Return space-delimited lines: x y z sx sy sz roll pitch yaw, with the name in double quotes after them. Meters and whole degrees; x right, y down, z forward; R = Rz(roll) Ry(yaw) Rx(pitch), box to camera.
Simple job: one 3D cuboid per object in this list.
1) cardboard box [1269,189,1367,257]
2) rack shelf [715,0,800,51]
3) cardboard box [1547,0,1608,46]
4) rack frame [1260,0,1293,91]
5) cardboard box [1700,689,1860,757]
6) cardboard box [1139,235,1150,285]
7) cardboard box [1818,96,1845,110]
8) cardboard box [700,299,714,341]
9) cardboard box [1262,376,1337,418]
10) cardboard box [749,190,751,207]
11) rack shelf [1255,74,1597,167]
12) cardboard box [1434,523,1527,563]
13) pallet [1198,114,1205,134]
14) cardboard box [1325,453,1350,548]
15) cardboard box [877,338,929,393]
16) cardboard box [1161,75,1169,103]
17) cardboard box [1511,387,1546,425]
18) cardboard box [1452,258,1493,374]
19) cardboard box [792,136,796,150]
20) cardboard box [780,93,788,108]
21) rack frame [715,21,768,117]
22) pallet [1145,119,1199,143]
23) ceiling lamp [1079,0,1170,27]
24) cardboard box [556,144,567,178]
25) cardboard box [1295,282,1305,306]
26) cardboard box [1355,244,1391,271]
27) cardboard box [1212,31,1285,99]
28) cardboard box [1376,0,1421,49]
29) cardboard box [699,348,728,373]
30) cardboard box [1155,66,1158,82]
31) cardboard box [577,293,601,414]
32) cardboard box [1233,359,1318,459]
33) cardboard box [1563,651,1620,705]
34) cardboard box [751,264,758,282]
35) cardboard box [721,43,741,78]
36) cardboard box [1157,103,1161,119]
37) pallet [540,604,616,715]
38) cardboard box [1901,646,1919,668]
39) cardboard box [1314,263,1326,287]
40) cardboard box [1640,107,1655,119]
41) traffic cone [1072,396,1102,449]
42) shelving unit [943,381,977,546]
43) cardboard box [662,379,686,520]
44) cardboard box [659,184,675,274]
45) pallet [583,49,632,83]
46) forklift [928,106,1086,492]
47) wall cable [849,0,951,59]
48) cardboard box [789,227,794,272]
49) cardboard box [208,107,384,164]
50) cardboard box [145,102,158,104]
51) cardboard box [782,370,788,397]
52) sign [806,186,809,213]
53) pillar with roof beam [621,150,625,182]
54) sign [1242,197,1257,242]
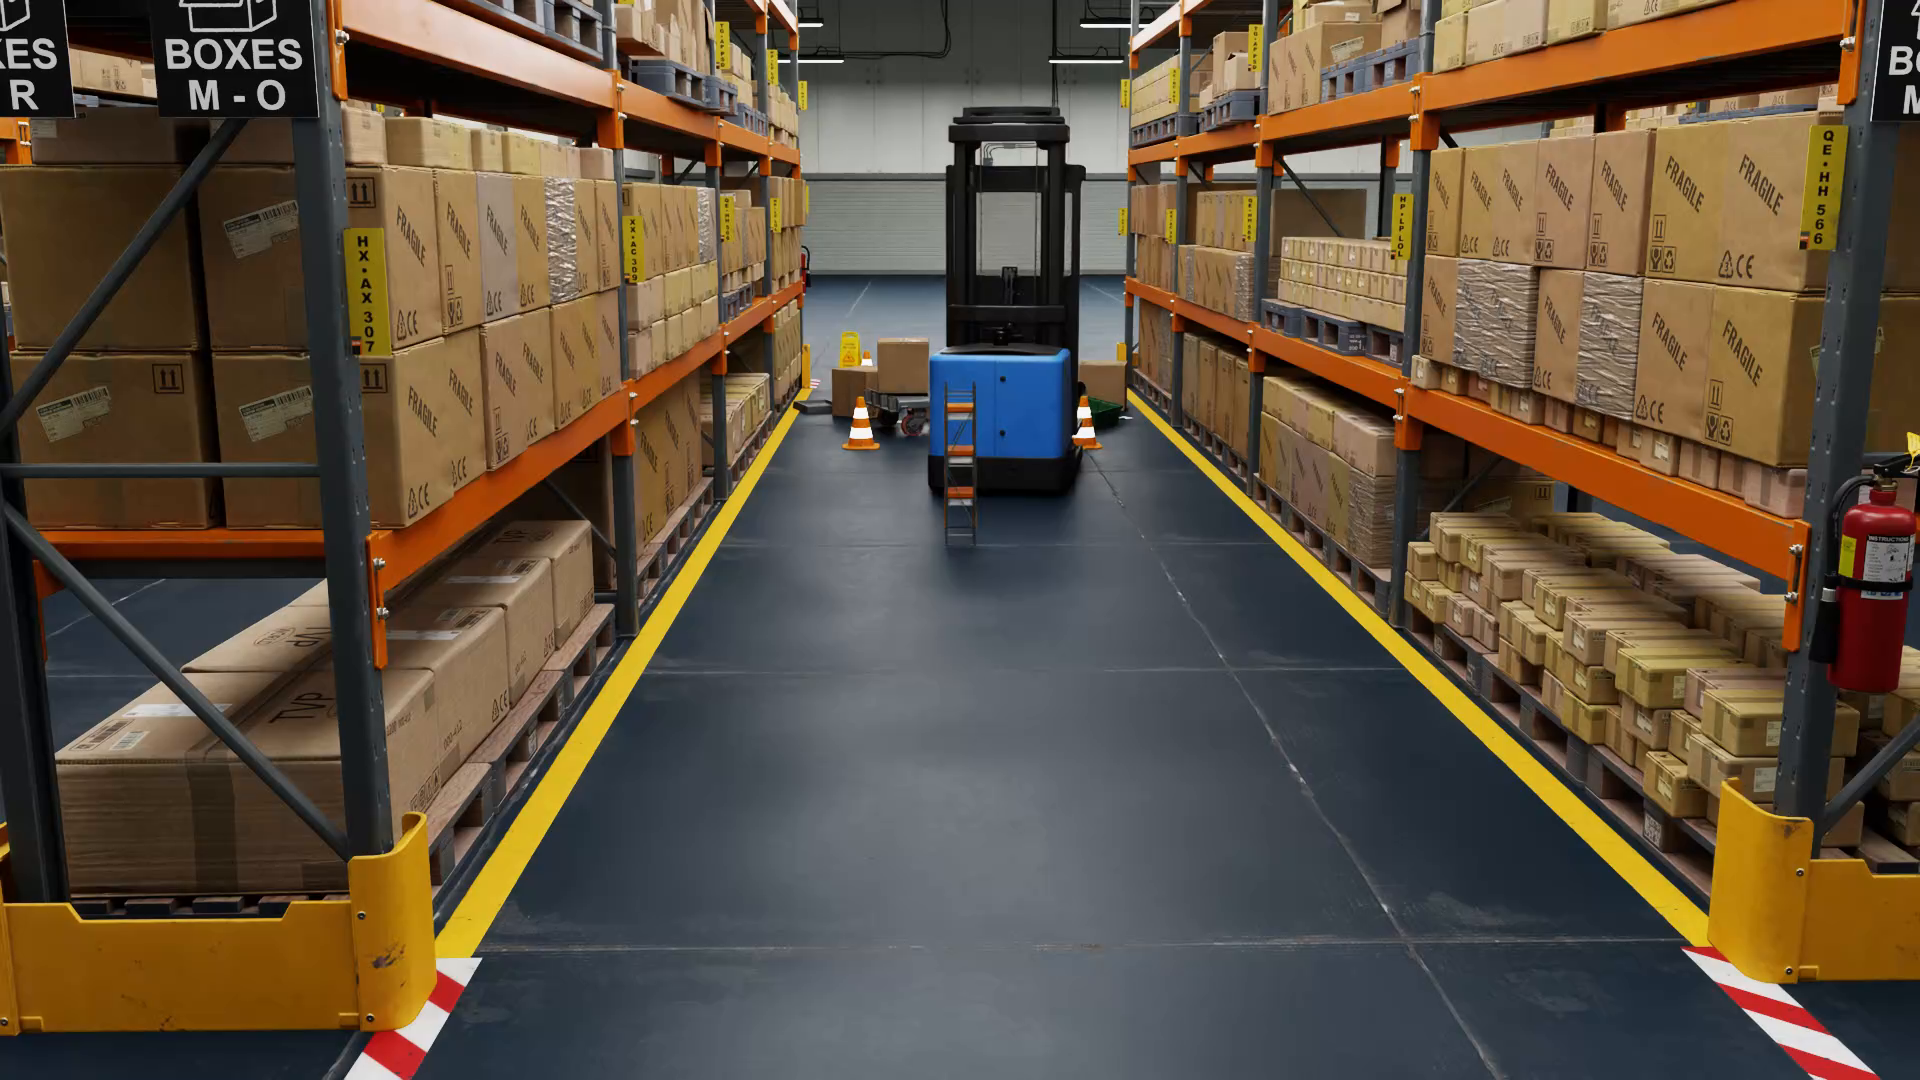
2.697 -2.435 12.751 0.700 0.500 0.500 0 11 -1 "cardboard box"
-2.374 -5.545 17.575 1.077 0.370 4.000 0 11 -1 "rack shelf"
2.543 -2.008 6.245 0.500 0.250 0.500 0 11 1 "cardboard box"
2.696 -4.747 11.824 1.000 3.000 0.127 0 11 -1 "rack frame"
2.597 0.579 5.278 0.380 0.149 0.250 0 11 0 "cardboard box"
2.503 -3.176 18.792 0.875 0.550 0.550 0 11 -1 "cardboard box"
7.371 -3.495 13.577 0.500 0.250 0.500 0 11 0 "cardboard box"
-1.954 -1.492 11.245 0.500 0.250 0.500 0 11 0 "cardboard box"
2.469 -1.017 11.872 0.500 0.250 0.500 -1 11 -4 "cardboard box"
-2.070 -3.052 14.872 0.380 0.149 0.250 -1 11 -3 "cardboard box"
2.738 -2.527 10.234 1.077 0.370 4.000 0 11 -1 "rack shelf"
2.526 0.013 8.071 0.380 0.149 0.250 0 11 2 "cardboard box"
2.682 -3.796 15.163 0.805 0.209 1.217 -1 11 -3 "pallet"
2.502 -0.240 9.931 0.500 0.500 0.500 -1 11 -2 "cardboard box"
-0.554 -1.721 16.379 0.500 0.500 0.500 0 11 -1 "cardboard box"
2.337 -4.596 16.948 0.500 0.250 0.500 0 11 -1 "cardboard box"
2.534 -0.569 6.952 0.380 0.149 0.250 0 11 1 "cardboard box"
2.555 -1.009 7.486 0.500 0.500 0.500 0 11 -1 "cardboard box"
-2.091 -4.584 19.199 0.380 0.149 0.250 0 11 -1 "cardboard box"
-2.048 -4.724 17.880 0.380 0.149 0.250 0 11 0 "cardboard box"
-2.333 -5.502 15.544 1.000 3.000 0.127 0 11 -1 "rack frame"
2.585 -4.433 18.044 1.003 0.211 1.213 0 11 -1 "pallet"
3.520 -12.428 35.006 2.000 3.185 0.800 0 11 -1 "ceiling lamp"
-1.951 -1.666 7.328 0.380 0.149 0.250 0 11 -1 "cardboard box"
2.515 -1.693 11.434 0.380 0.149 0.250 0 11 2 "cardboard box"
2.559 -1.671 9.829 0.380 0.149 0.250 -1 11 -3 "cardboard box"
2.381 -3.925 13.758 0.500 0.500 0.500 0 11 -1 "cardboard box"
2.878 -3.046 9.667 0.797 0.503 0.637 0 11 -2 "cardboard box"
-2.614 -1.904 16.872 0.500 0.500 0.500 0 11 -2 "cardboard box"
2.262 -4.917 17.524 0.380 0.149 0.250 0 11 -2 "cardboard box"
-1.886 -0.827 7.339 0.500 0.500 0.500 -1 11 -3 "cardboard box"
2.774 -1.031 13.201 1.050 0.750 0.750 0 11 -2 "cardboard box"
2.529 0.519 6.321 0.380 0.149 0.250 0 11 0 "cardboard box"
-2.009 -2.389 14.865 0.380 0.149 0.250 0 11 -1 "cardboard box"
-2.151 -4.091 14.201 0.500 0.250 0.500 0 11 0 "cardboard box"
2.265 -4.477 17.360 0.380 0.149 0.250 0 11 0 "cardboard box"
-2.230 0.547 7.832 1.003 0.211 1.213 0 11 -1 "pallet"
3.188 0.473 5.802 0.380 0.149 0.250 0 11 -1 "cardboard box"
2.532 -1.732 10.878 0.380 0.149 0.250 0 11 -1 "cardboard box"
7.242 -4.415 17.108 0.380 0.149 0.250 -1 11 -3 "cardboard box"
1.132 -1.086 15.247 0.336 0.463 0.334 0 11 -1 "traffic cone"
0.001 -0.504 10.902 0.215 1.050 0.252 0 11 -1 "shelving unit"
-2.305 -0.616 10.838 0.875 0.875 0.875 0 11 0 "cardboard box"
-1.936 -1.800 9.619 0.500 0.500 0.500 -1 11 -3 "cardboard box"
-2.236 -2.529 8.920 0.805 0.209 1.217 -1 11 -3 "pallet"
0.462 -2.054 13.814 1.130 2.935 3.031 2 12 7 "forklift"
-1.825 -15.894 50.438 3.097 2.526 0.112 0 11 -1 "wall cable"
-2.116 -3.246 18.513 0.500 0.500 0.500 0 11 -1 "cardboard box"
-1.816 -1.105 4.562 0.380 0.149 0.250 0 11 0 "cardboard box"
-6.969 -3.925 14.640 0.380 0.149 0.250 0 11 -1 "cardboard box"
-2.098 -1.644 17.478 0.500 0.250 0.500 0 11 2 "cardboard box"
-1.860 -4.077 19.905 0.100 0.325 0.005 0 11 -1 "sign"
-4.457 -10.922 42.262 9.100 9.000 0.548 0 11 -1 "pillar with roof beam"
2.142 -2.371 12.291 0.100 0.325 0.005 0 11 -1 "sign"
